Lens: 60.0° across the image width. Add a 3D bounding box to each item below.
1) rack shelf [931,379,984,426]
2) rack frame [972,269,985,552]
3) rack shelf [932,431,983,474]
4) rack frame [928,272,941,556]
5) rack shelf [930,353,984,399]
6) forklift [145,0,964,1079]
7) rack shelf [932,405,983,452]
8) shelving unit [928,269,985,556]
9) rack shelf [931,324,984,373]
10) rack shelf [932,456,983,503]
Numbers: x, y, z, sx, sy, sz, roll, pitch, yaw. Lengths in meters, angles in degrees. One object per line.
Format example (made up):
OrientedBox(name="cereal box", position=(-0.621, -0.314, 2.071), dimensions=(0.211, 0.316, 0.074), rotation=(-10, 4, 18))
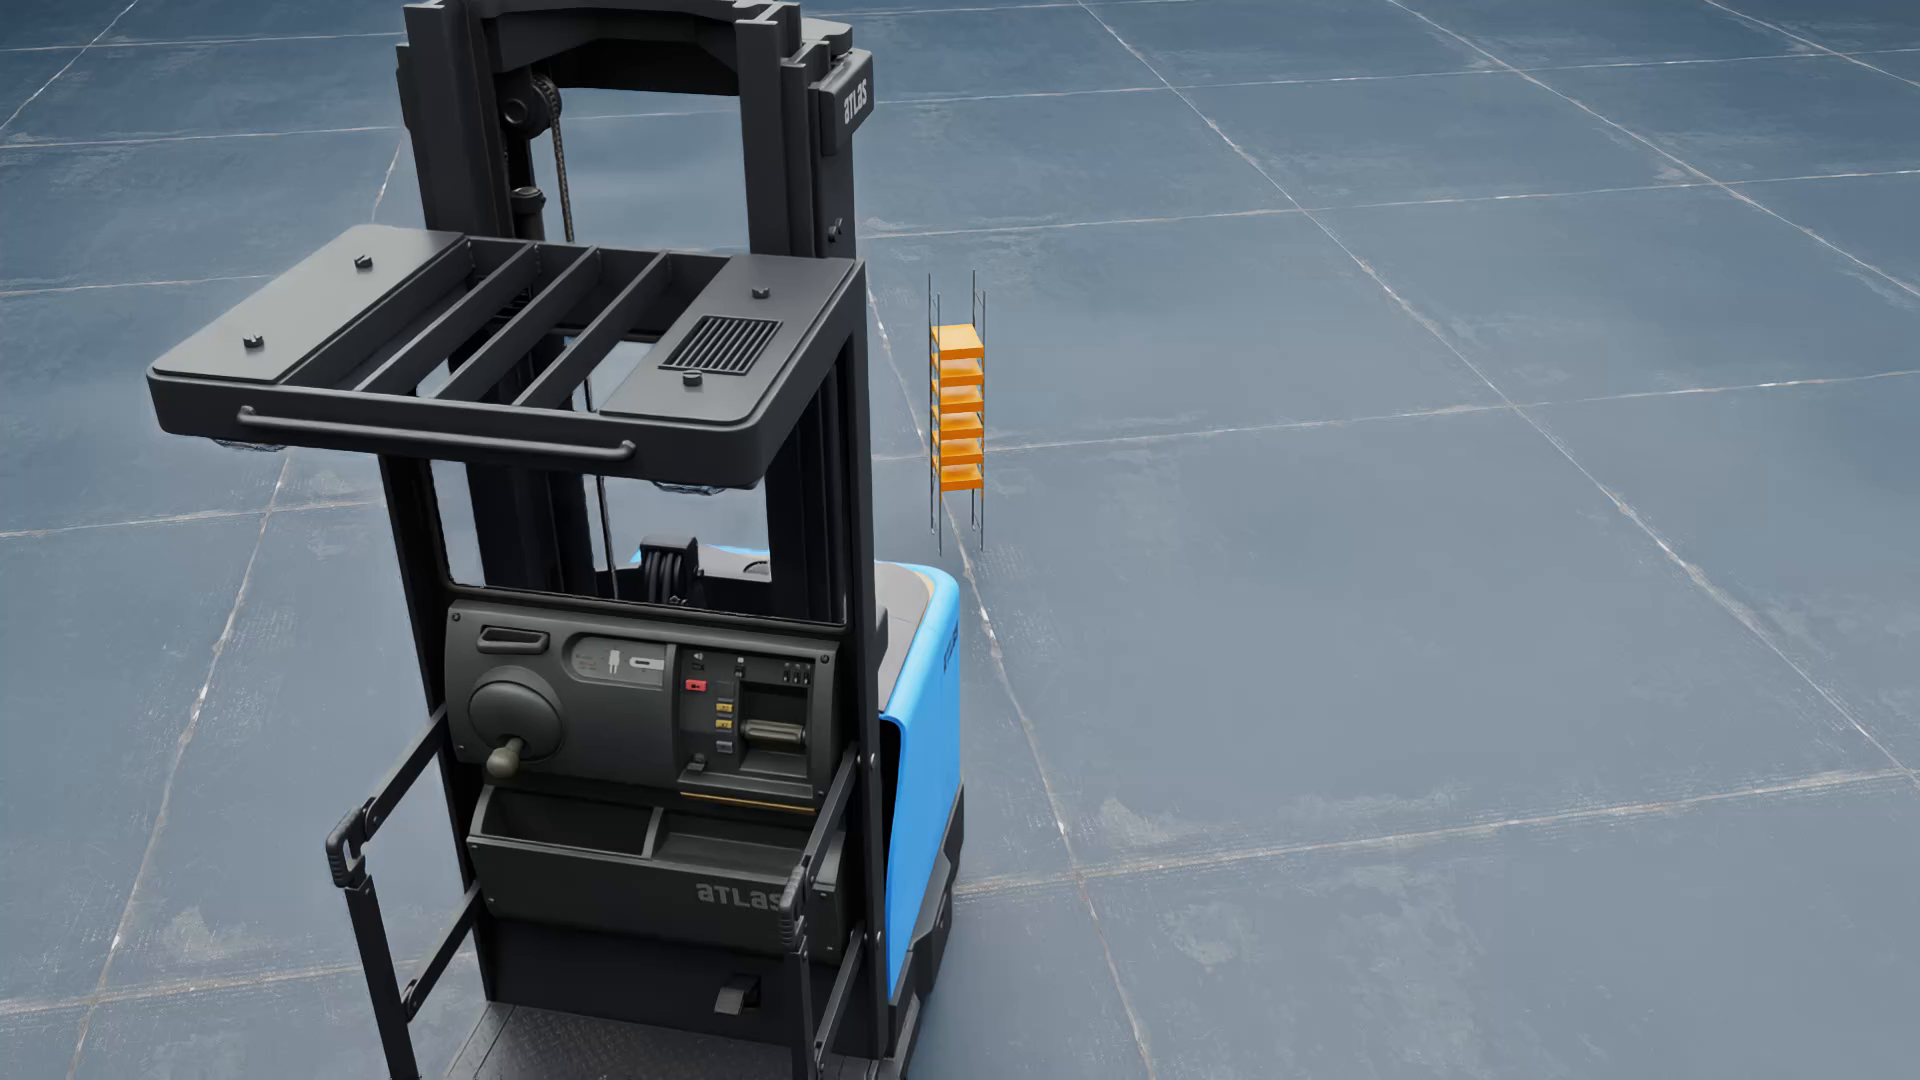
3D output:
OrientedBox(name="rack shelf", position=(-0.014, -0.581, 6.905), dimensions=(0.180, 0.103, 0.258), rotation=(-5, 31, -9))
OrientedBox(name="rack frame", position=(0.076, -0.524, 6.958), dimensions=(0.006, 1.200, 0.240), rotation=(-5, 31, -9))
OrientedBox(name="rack shelf", position=(-0.014, -0.374, 7.027), dimensions=(0.180, 0.103, 0.258), rotation=(-5, 31, -9))
OrientedBox(name="rack frame", position=(-0.104, -0.508, 6.929), dimensions=(0.006, 1.200, 0.240), rotation=(-5, 31, -9))
OrientedBox(name="rack shelf", position=(-0.014, -0.684, 6.844), dimensions=(0.180, 0.103, 0.258), rotation=(-5, 31, -9))
OrientedBox(name="forklift", position=(-0.777, 0.430, 3.627), dimensions=(1.130, 2.935, 3.031), rotation=(6, 31, 10))
OrientedBox(name="rack shelf", position=(-0.014, -0.478, 6.966), dimensions=(0.180, 0.103, 0.258), rotation=(-5, 31, -9))
OrientedBox(name="shelving unit", position=(-0.014, -0.516, 6.944), dimensions=(0.189, 1.200, 0.258), rotation=(-5, 31, -9))
OrientedBox(name="rack shelf", position=(-0.014, -0.788, 6.784), dimensions=(0.180, 0.103, 0.258), rotation=(-5, 31, -9))
OrientedBox(name="rack shelf", position=(-0.014, -0.271, 7.088), dimensions=(0.180, 0.103, 0.258), rotation=(-5, 31, -9))
